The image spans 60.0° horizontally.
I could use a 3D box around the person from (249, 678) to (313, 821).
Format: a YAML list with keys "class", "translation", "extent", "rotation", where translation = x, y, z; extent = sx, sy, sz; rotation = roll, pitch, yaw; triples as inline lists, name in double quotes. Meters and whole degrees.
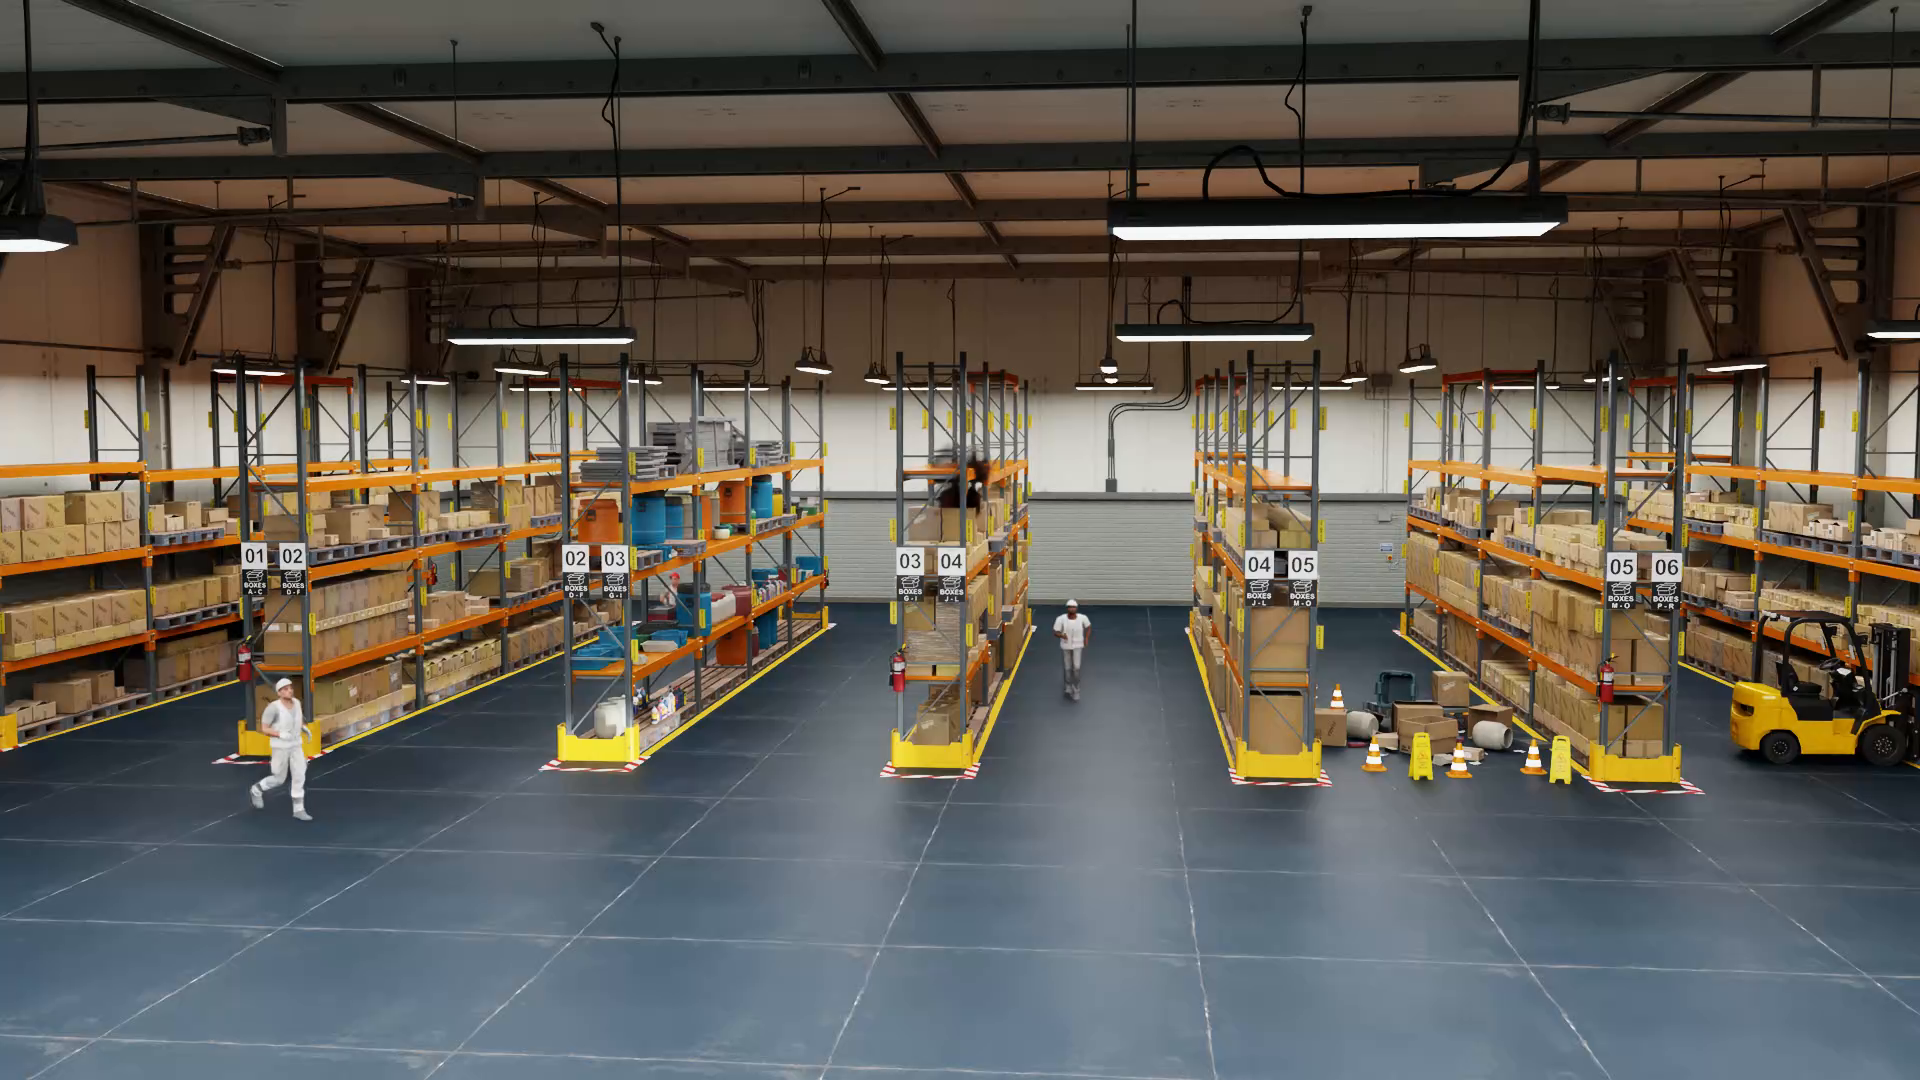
- class: "person"
  translation: [-8.538, 2.627, 20.997]
  extent: [0.946, 1.784, 0.667]
  rotation: [2, 5, 31]

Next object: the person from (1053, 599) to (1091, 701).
- class: "person"
  translation: [2.033, 1.987, 30.123]
  extent: [0.684, 1.834, 0.693]
  rotation: [0, 4, 5]

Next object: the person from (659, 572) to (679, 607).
- class: "person"
  translation: [-6.026, 1.580, 35.231]
  extent: [0.673, 1.802, 0.934]
  rotation: [0, 4, 6]
